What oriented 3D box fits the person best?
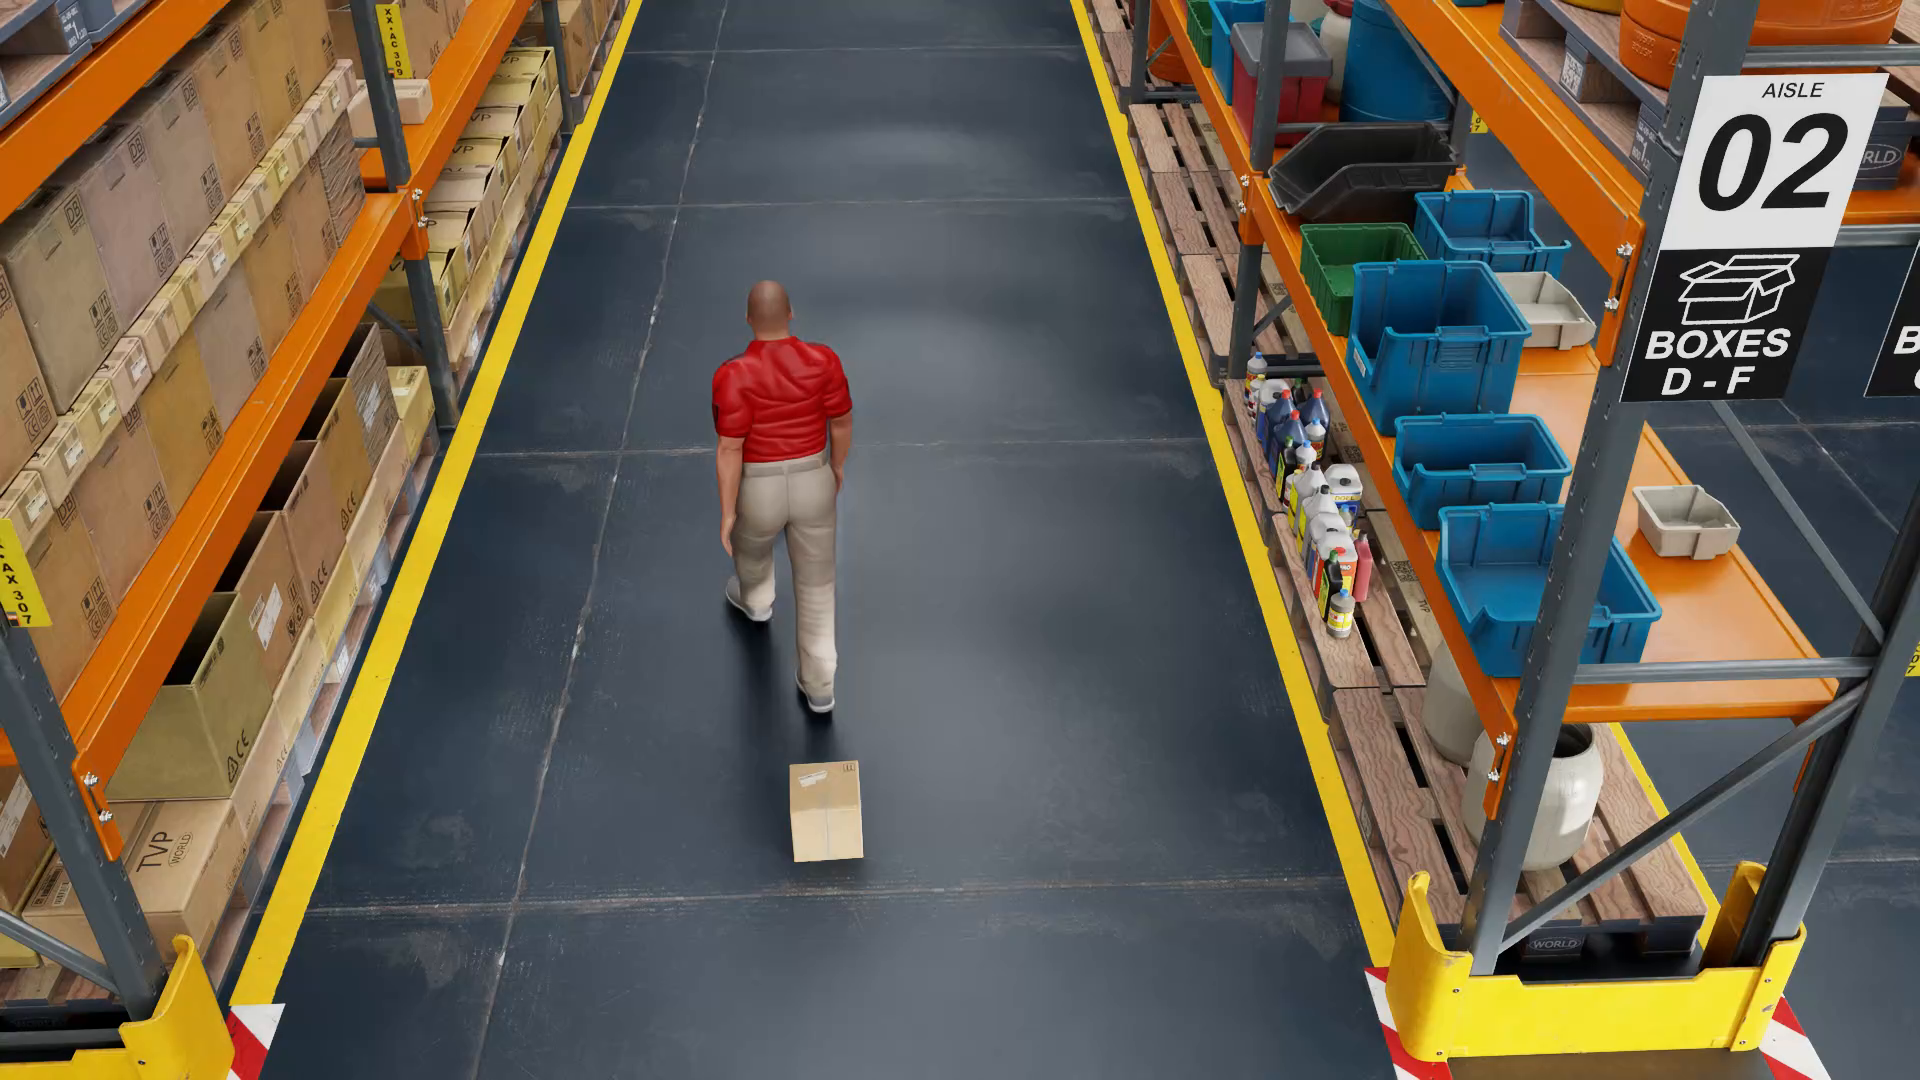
[{"bbox_3d":[-0.692,-0.242,6.494,0.570,1.664,0.979,-9,36,-12],"label":"person"}]
